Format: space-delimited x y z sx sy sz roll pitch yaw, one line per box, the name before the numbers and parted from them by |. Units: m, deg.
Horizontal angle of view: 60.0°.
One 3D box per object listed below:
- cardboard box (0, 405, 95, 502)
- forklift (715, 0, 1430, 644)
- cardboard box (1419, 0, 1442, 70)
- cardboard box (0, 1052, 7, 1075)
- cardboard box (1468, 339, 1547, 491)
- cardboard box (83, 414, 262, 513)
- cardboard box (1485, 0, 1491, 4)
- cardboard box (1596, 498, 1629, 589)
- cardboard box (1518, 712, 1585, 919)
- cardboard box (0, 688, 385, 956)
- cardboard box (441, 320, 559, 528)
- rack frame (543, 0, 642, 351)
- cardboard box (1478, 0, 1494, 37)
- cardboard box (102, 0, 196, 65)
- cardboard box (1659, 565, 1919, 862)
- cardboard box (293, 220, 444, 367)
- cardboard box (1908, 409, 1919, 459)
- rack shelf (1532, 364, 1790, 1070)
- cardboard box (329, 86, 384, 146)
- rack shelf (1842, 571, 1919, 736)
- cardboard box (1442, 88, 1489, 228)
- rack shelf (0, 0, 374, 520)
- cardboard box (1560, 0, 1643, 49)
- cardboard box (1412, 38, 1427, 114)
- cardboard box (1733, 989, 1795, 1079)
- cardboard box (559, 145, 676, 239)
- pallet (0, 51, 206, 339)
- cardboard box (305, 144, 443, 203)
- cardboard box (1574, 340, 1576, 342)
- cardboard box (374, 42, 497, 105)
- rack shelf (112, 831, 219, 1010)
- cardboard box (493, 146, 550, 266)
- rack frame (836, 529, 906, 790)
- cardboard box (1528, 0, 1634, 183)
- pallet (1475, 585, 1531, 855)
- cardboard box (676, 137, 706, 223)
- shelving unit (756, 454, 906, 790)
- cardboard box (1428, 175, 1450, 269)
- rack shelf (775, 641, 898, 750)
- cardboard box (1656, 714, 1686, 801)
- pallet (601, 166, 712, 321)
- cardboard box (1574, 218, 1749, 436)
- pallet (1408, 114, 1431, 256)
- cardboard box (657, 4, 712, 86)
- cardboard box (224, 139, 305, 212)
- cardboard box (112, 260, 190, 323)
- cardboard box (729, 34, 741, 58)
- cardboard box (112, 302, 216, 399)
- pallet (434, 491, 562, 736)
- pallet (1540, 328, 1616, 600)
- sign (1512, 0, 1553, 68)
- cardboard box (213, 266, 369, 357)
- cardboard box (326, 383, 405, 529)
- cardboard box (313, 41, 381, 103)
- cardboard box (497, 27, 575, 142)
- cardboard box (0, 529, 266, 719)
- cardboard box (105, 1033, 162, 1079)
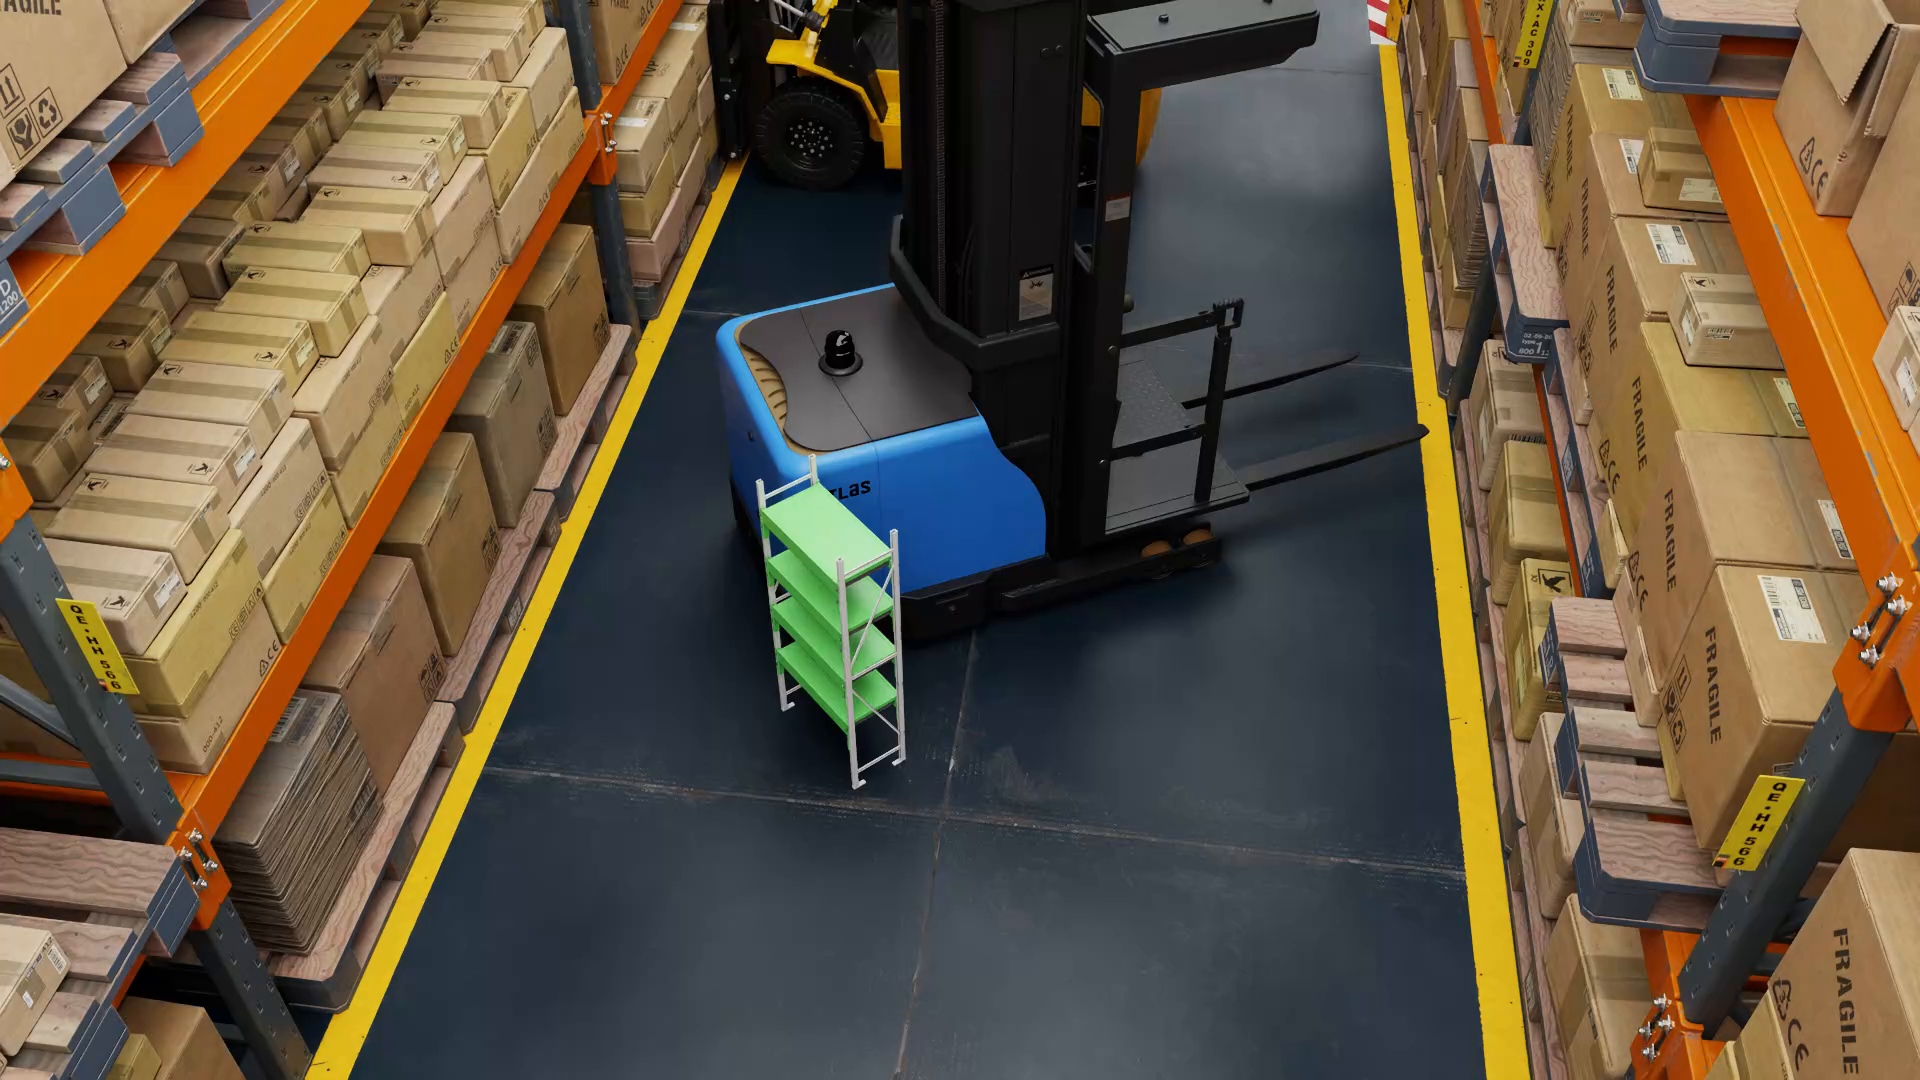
cardboard box | -2.769 -0.261 4.822 0.380 0.149 0.250 5 44 5
forklift | 0.580 -1.221 6.430 3.031 2.935 1.130 -15 45 -15
cardboard box | 2.900 -2.922 9.326 0.500 0.500 0.500 4 44 4
cardboard box | -2.449 1.261 3.563 0.500 0.250 0.500 3 44 4
cardboard box | 2.753 -0.508 7.233 0.950 0.372 0.625 6 44 6
cardboard box | -2.253 -0.212 4.769 0.380 0.149 0.250 6 44 7
cardboard box | 2.757 -2.842 7.803 0.500 0.500 0.500 6 44 7
cardboard box | 2.117 0.028 4.938 0.380 0.149 0.250 6 44 6
cardboard box | 2.465 0.973 5.669 0.950 0.372 0.625 4 44 5
cardboard box | -2.534 0.896 5.566 0.875 0.625 0.625 7 44 7
cardboard box | -2.269 -0.521 7.063 0.875 0.625 0.625 5 44 5
rack frame | -2.101 -2.116 7.325 1.000 3.000 0.127 5 44 6
cardboard box | 2.691 -2.515 7.930 0.380 0.149 0.250 5 44 5
cardboard box | -2.325 -1.529 4.072 0.700 0.500 0.500 4 44 5
cardboard box | 2.075 0.427 4.045 0.500 0.500 0.500 4 44 4
cardboard box | -2.132 -0.844 5.727 0.500 0.250 0.500 6 44 6
cardboard box | 2.124 -0.173 3.274 0.380 0.149 0.250 5 44 6
rack shelf | 2.555 -0.043 5.659 1.077 0.370 4.000 5 44 6
cardboard box | -2.499 -1.579 6.503 0.500 0.250 0.500 5 44 5
rack shelf | 2.026 1.594 1.749 1.077 0.370 4.000 5 44 6
cardboard box | 2.697 -1.868 8.212 0.500 0.500 0.500 6 44 6
rack shelf | -2.365 -1.581 5.102 1.077 0.370 4.000 5 44 6
cardboard box | 2.407 -1.911 6.043 0.380 0.149 0.250 5 44 5
cardboard box | 2.893 -2.676 9.611 0.500 0.250 0.500 7 44 7
cardboard box | 1.979 1.255 3.511 0.500 0.250 0.500 5 44 5
cardboard box | -1.731 -1.753 8.273 0.500 0.250 0.500 5 44 5
pallet | -2.629 -0.881 3.977 1.213 0.211 1.003 7 44 7
cardboard box | -2.066 -1.261 5.878 0.380 0.149 0.250 6 44 6
cardboard box | 2.320 -0.671 5.677 0.380 0.149 0.250 6 44 6
cardboard box | -2.027 -1.795 6.442 0.380 0.149 0.250 5 44 5
rack shelf | -2.894 2.235 3.254 1.077 0.370 4.000 5 44 6
cardboard box | -1.969 -1.351 6.626 0.500 0.250 0.500 5 44 5
rack frame | -0.308 0.453 5.921 0.240 1.200 0.015 -28 50 -26
cardboard box | 2.473 -1.671 6.260 0.500 0.500 0.500 6 44 7
pallet | 2.559 0.710 6.369 1.003 0.211 1.213 5 44 6
cardboard box | -1.657 -1.917 8.809 0.500 0.250 0.500 4 44 5
shelving unit | -0.457 0.320 6.062 0.258 1.200 0.503 -28 50 -26
cardboard box | 2.692 -1.612 8.488 0.500 0.250 0.500 4 44 4
rack shelf | -0.457 0.540 6.271 0.258 0.148 0.480 -28 50 -26
cardboard box | 2.065 0.564 4.373 0.380 0.149 0.250 6 44 6
pallet | -1.954 -1.641 8.852 1.003 0.211 1.213 5 44 6
cardboard box | 2.271 -0.642 5.174 0.500 0.500 0.500 4 44 4
pallet | 3.032 -1.949 9.177 1.003 0.211 1.213 5 44 6
cardboard box | -1.594 -2.622 8.827 0.500 0.250 0.500 7 44 7
cardboard box | -2.581 -1.304 5.923 0.380 0.149 0.250 5 44 5
cardboard box | -2.744 -0.783 5.373 0.380 0.149 0.250 5 44 5
cardboard box | -1.521 -2.782 9.360 0.500 0.250 0.500 5 44 5
cardboard box | -2.711 -0.538 5.404 0.500 0.250 0.500 5 44 5
pallet | -2.319 0.236 6.869 1.003 0.211 1.213 5 44 6
pallet | 2.512 -0.224 5.467 1.003 0.211 1.213 5 44 6
sign | 2.281 -2.026 6.600 0.100 0.325 0.005 5 44 6
cardboard box | -2.136 -0.733 5.320 0.380 0.149 0.250 6 44 6
cardboard box | -2.196 -0.310 5.526 0.500 0.250 0.500 4 44 4
cardboard box | -2.481 -1.819 6.467 0.380 0.149 0.250 5 44 5
cardboard box | -1.913 -1.885 6.827 0.500 0.250 0.500 4 44 5
cardboard box | -2.304 0.205 4.619 0.500 0.250 0.500 5 44 5
cardboard box | -2.444 1.489 4.558 0.380 0.149 0.250 3 44 3
